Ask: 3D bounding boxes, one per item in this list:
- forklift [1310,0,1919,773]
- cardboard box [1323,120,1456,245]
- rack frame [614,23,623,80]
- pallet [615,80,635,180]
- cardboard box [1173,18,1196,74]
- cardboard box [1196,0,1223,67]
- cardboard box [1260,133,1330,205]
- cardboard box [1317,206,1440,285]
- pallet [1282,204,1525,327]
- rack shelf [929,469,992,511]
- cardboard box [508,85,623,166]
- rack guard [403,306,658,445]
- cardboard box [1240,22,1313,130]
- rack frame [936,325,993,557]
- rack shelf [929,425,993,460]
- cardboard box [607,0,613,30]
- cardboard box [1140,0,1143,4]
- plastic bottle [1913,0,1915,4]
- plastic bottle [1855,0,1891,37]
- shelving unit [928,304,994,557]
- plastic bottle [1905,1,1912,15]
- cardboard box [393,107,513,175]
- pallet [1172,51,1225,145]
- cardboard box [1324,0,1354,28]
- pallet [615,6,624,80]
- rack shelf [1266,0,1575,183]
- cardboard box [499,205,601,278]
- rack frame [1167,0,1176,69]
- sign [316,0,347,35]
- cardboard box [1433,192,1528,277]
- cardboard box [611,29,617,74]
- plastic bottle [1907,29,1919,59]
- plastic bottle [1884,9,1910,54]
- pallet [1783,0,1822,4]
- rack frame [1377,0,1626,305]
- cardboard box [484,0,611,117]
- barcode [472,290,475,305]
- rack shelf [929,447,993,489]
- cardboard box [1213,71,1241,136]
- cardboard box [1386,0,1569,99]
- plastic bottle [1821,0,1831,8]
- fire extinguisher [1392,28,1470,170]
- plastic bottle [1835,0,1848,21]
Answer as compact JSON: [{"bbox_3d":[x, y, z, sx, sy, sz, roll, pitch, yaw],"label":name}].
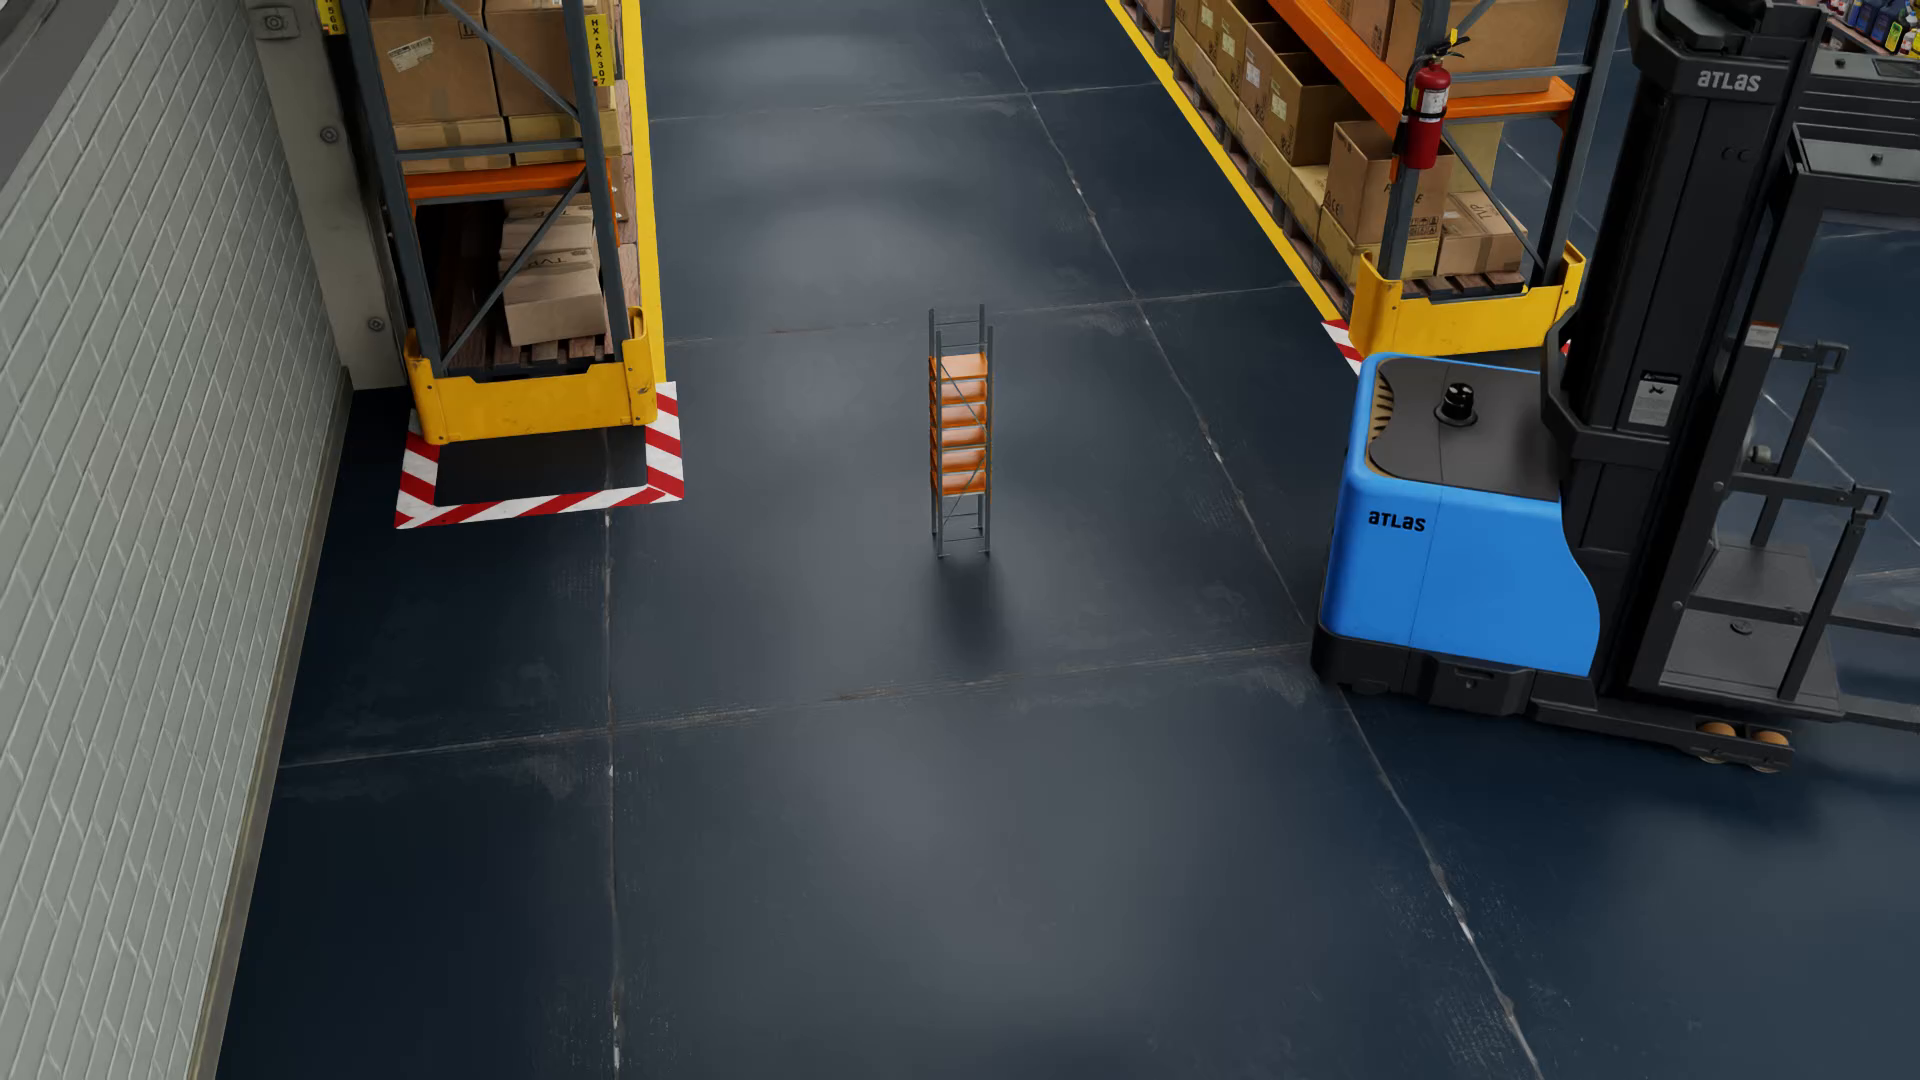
[{"bbox_3d":[3.040,-0.603,6.137,3.031,2.935,1.130,9,39,12],"label":"forklift"},{"bbox_3d":[2.349,-1.980,9.141,0.500,0.500,0.500,-6,38,-8],"label":"cardboard box"},{"bbox_3d":[-2.842,-4.193,10.702,1.000,3.000,0.127,-6,38,-8],"label":"rack frame"},{"bbox_3d":[-2.689,-2.690,11.040,1.003,0.211,1.213,-6,38,-8],"label":"pallet"},{"bbox_3d":[1.817,-3.495,11.703,0.500,0.250,0.500,-6,38,-8],"label":"cardboard box"},{"bbox_3d":[1.903,-3.489,11.084,0.500,0.500,0.500,-6,38,-8],"label":"cardboard box"},{"bbox_3d":[2.162,-2.287,10.147,0.500,0.250,0.500,-6,38,-8],"label":"cardboard box"},{"bbox_3d":[2.351,-1.684,9.372,0.500,0.250,0.500,-6,38,-8],"label":"cardboard box"},{"bbox_3d":[2.561,-1.668,9.725,1.003,0.211,1.213,-6,38,-8],"label":"pallet"},{"bbox_3d":[0.003,-0.240,7.545,0.258,0.103,0.180,-6,38,-8],"label":"rack shelf"},{"bbox_3d":[-1.913,-2.055,8.056,0.500,0.250,0.500,-7,38,-9],"label":"cardboard box"},{"bbox_3d":[-2.154,-0.836,8.418,1.175,0.500,0.348,-6,38,-8],"label":"rack guard"},{"bbox_3d":[2.073,-2.885,10.306,0.500,0.500,0.500,-6,38,-8],"label":"cardboard box"},{"bbox_3d":[0.019,-0.410,7.300,0.240,1.200,0.006,-6,38,-8],"label":"rack frame"},{"bbox_3d":[0.003,-0.430,7.398,0.258,0.103,0.180,-6,38,-8],"label":"rack shelf"},{"bbox_3d":[-2.090,-2.955,8.603,0.500,0.500,0.500,-7,38,-9],"label":"cardboard box"},{"bbox_3d":[1.590,-4.333,12.781,0.500,0.250,0.500,-7,38,-9],"label":"cardboard box"},{"bbox_3d":[7.282,-4.142,12.558,0.097,0.201,0.097,0,38,0],"label":"plastic bottle"},{"bbox_3d":[6.645,-3.854,12.066,0.144,0.351,0.185,-5,38,-7],"label":"plastic bottle"},{"bbox_3d":[0.003,-0.465,7.371,0.258,1.200,0.189,-6,38,-8],"label":"shelving unit"},{"bbox_3d":[6.789,-3.748,11.995,0.097,0.271,0.097,0,38,0],"label":"plastic bottle"},{"bbox_3d":[-2.413,-1.987,7.969,0.500,0.250,0.500,-6,38,-7],"label":"cardboard box"},{"bbox_3d":[2.133,-3.142,11.622,1.003,0.211,1.213,-6,38,-8],"label":"pallet"},{"bbox_3d":[2.488,-3.252,9.410,0.700,0.500,0.500,-6,38,-8],"label":"cardboard box"},{"bbox_3d":[-2.980,-3.562,12.163,1.003,0.211,1.213,-6,38,-8],"label":"pallet"},{"bbox_3d":[2.385,-3.236,10.057,1.077,0.370,4.000,-6,38,-8],"label":"rack shelf"},{"bbox_3d":[-2.273,-1.661,9.276,0.500,0.311,0.500,-3,38,-4],"label":"cardboard box"},{"bbox_3d":[2.035,-4.728,11.391,1.000,3.000,0.127,-6,38,-8],"label":"rack frame"},{"bbox_3d":[-2.690,-2.311,7.079,0.100,0.325,0.005,-6,38,-8],"label":"sign"},{"bbox_3d":[2.861,-1.740,9.443,0.500,0.250,0.500,-6,38,-8],"label":"cardboard box"},{"bbox_3d":[-2.102,-2.675,8.854,0.500,0.250,0.500,-7,38,-9],"label":"cardboard box"},{"bbox_3d":[6.752,-3.483,11.589,0.144,0.351,0.185,-7,38,-8],"label":"plastic bottle"},{"bbox_3d":[6.666,-3.609,11.806,0.061,0.283,0.133,-5,38,-6],"label":"plastic bottle"},{"bbox_3d":[6.736,-4.628,13.534,1.003,0.211,1.213,-6,38,-8],"label":"pallet"},{"bbox_3d":[2.736,-2.312,8.281,1.000,3.000,0.127,-6,38,-8],"label":"rack frame"},{"bbox_3d":[-1.928,-2.342,7.815,0.500,0.500,0.500,-6,38,-8],"label":"cardboard box"},{"bbox_3d":[-2.570,-1.288,8.789,0.001,0.075,0.075,-6,38,-8],"label":"barcode"},{"bbox_3d":[0.003,-0.335,7.472,0.258,0.103,0.180,-6,38,-8],"label":"rack shelf"},{"bbox_3d":[1.983,-2.890,10.924,0.500,0.250,0.500,-6,38,-8],"label":"cardboard box"},{"bbox_3d":[2.667,-2.635,8.615,0.700,0.500,0.500,-6,38,-8],"label":"cardboard box"},{"bbox_3d":[6.536,-4.115,12.467,0.097,0.271,0.097,0,38,0],"label":"plastic bottle"},{"bbox_3d":[2.299,-2.160,8.149,0.296,0.674,0.183,-6,38,-8],"label":"fire extinguisher"},{"bbox_3d":[6.572,-3.965,12.331,0.097,0.201,0.097,0,38,0],"label":"plastic bottle"}]
